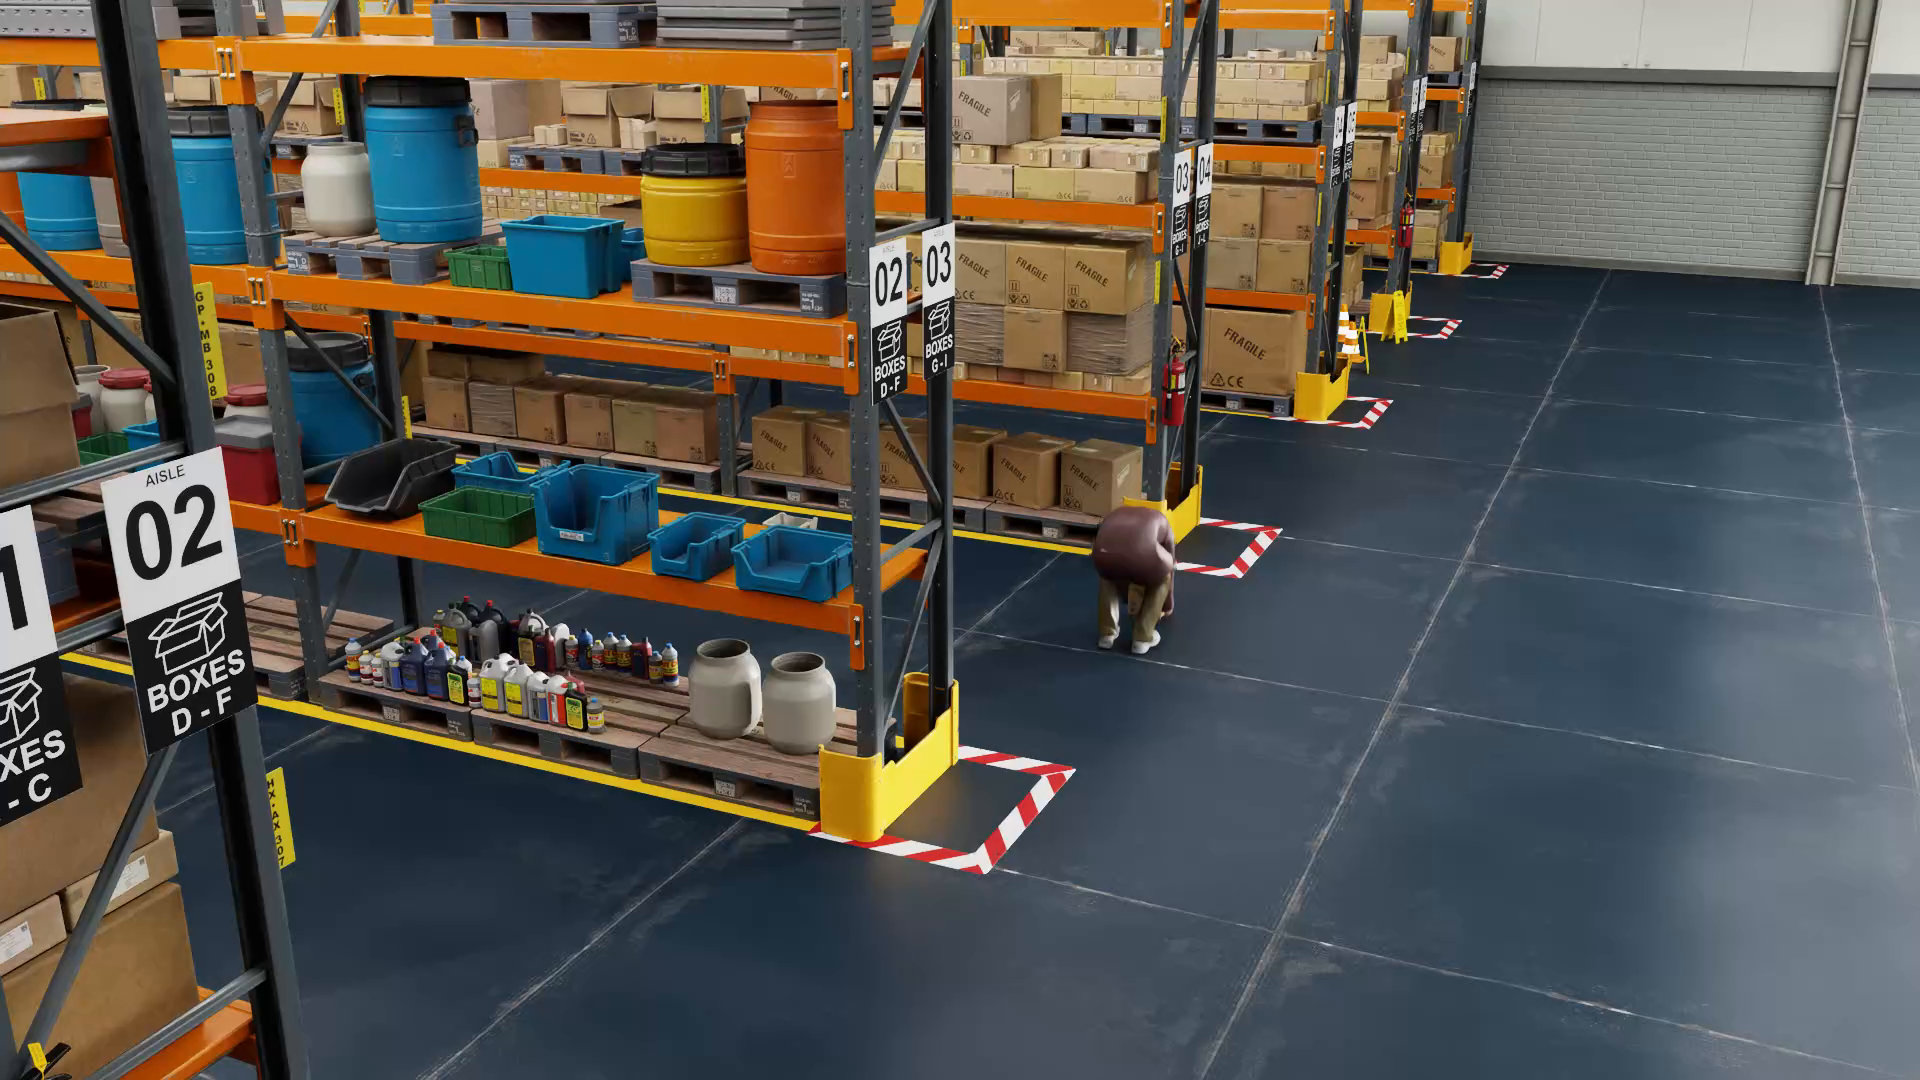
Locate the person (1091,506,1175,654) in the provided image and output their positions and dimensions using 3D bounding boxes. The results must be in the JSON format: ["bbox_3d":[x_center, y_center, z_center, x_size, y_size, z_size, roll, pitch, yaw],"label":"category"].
[{"bbox_3d":[1.243,0.201,11.683,0.590,1.010,0.943,7,20,20],"label":"person"}]
